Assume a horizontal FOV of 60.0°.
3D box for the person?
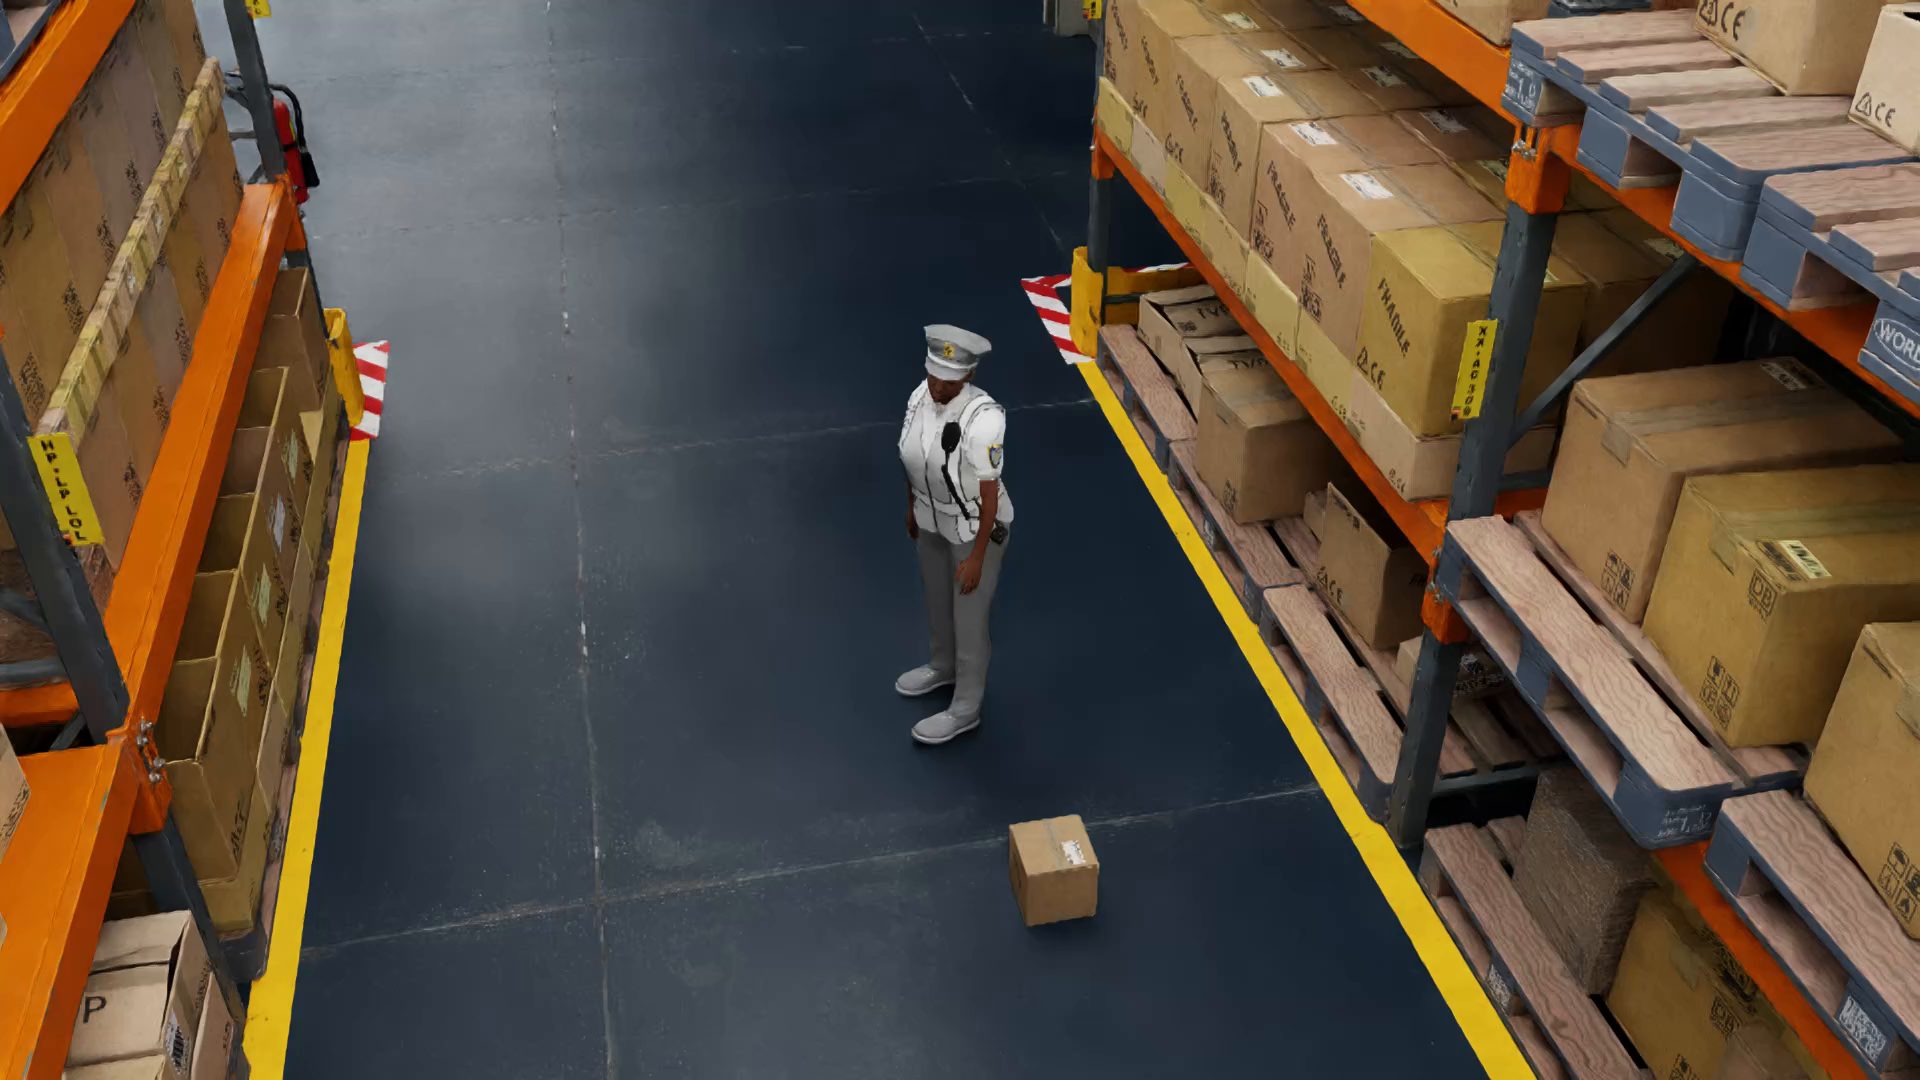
[{"bbox_3d":[-0.079,-0.025,6.133,0.508,1.685,0.484,30,44,36],"label":"person"}]
